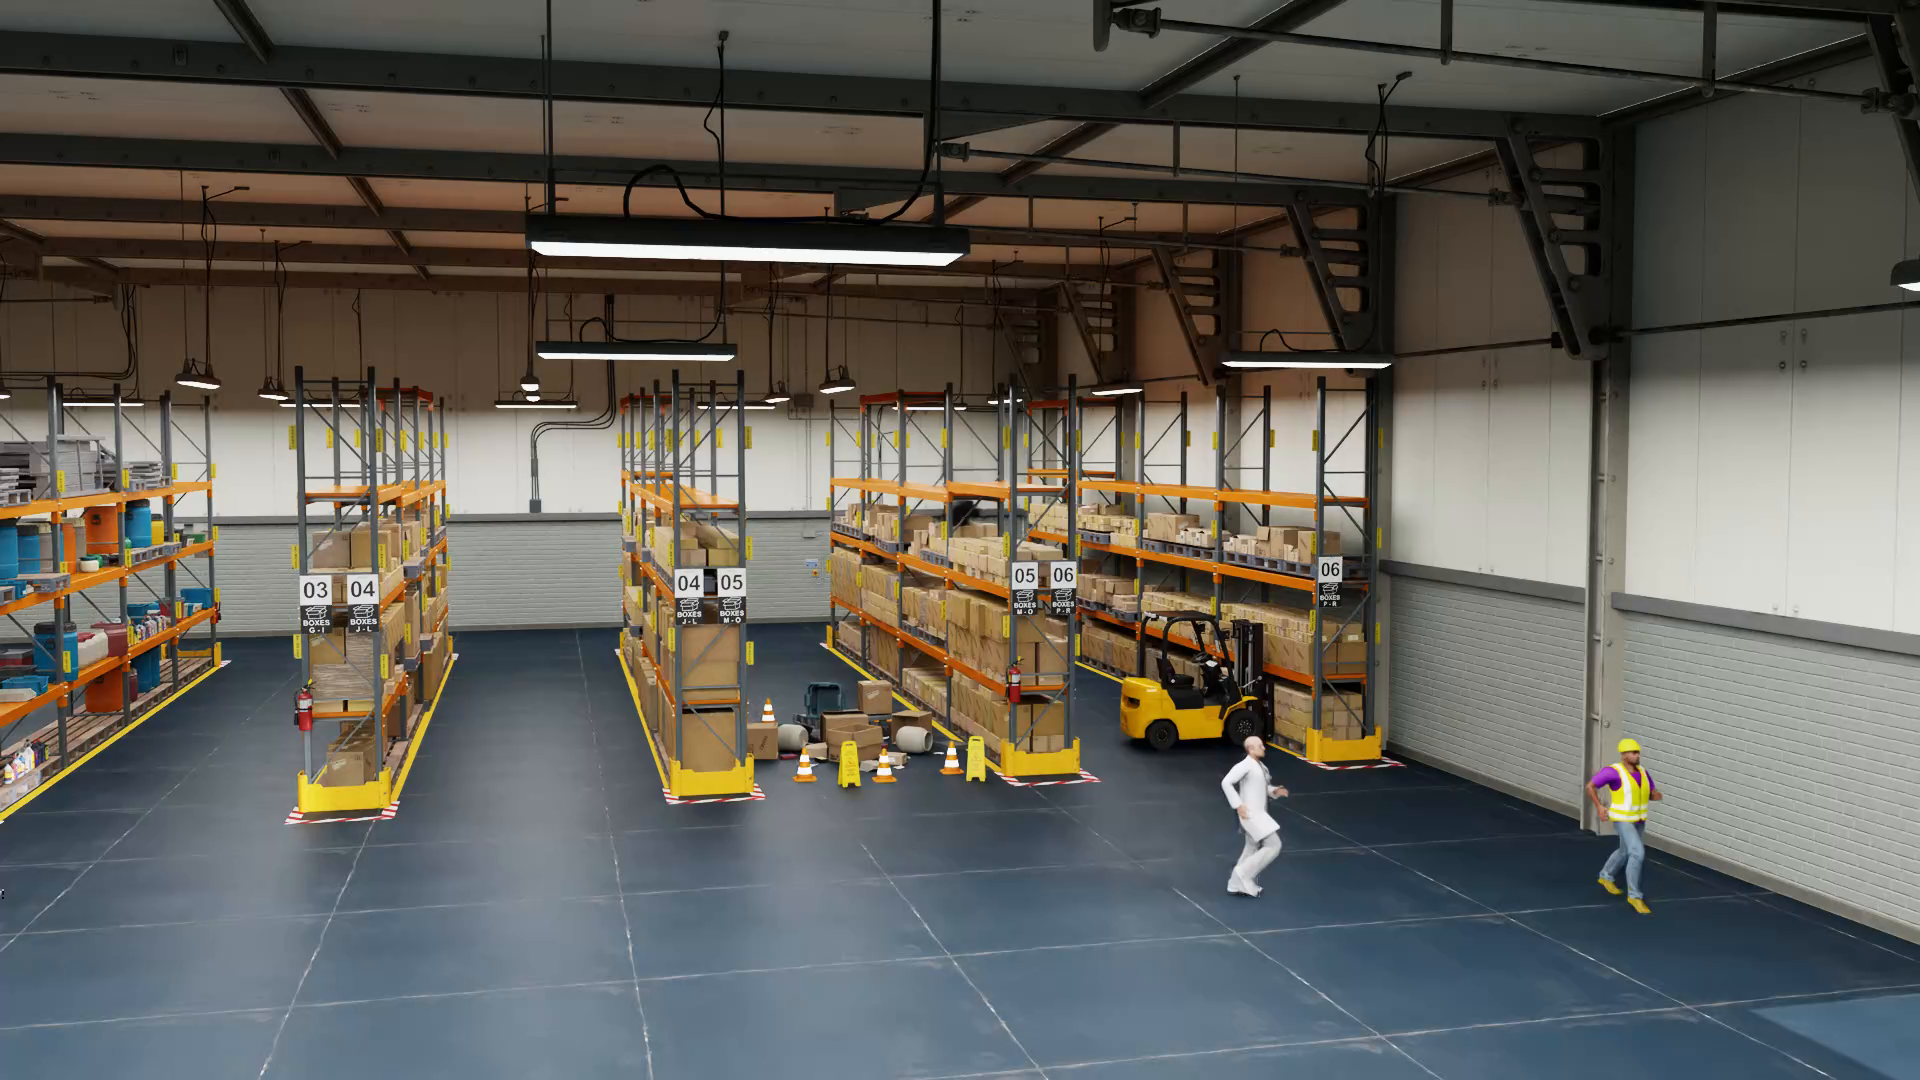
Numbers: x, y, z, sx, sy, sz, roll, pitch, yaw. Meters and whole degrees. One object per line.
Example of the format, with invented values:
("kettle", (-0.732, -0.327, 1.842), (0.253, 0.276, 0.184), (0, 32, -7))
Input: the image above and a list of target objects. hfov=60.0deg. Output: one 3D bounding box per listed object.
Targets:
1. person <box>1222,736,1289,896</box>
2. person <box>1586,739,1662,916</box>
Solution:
("person", (3.262, 3.024, 18.227), (0.678, 1.741, 0.696), (1, 4, 21))
("person", (7.177, 3.043, 17.894), (0.677, 1.823, 0.807), (-2, 4, -29))
